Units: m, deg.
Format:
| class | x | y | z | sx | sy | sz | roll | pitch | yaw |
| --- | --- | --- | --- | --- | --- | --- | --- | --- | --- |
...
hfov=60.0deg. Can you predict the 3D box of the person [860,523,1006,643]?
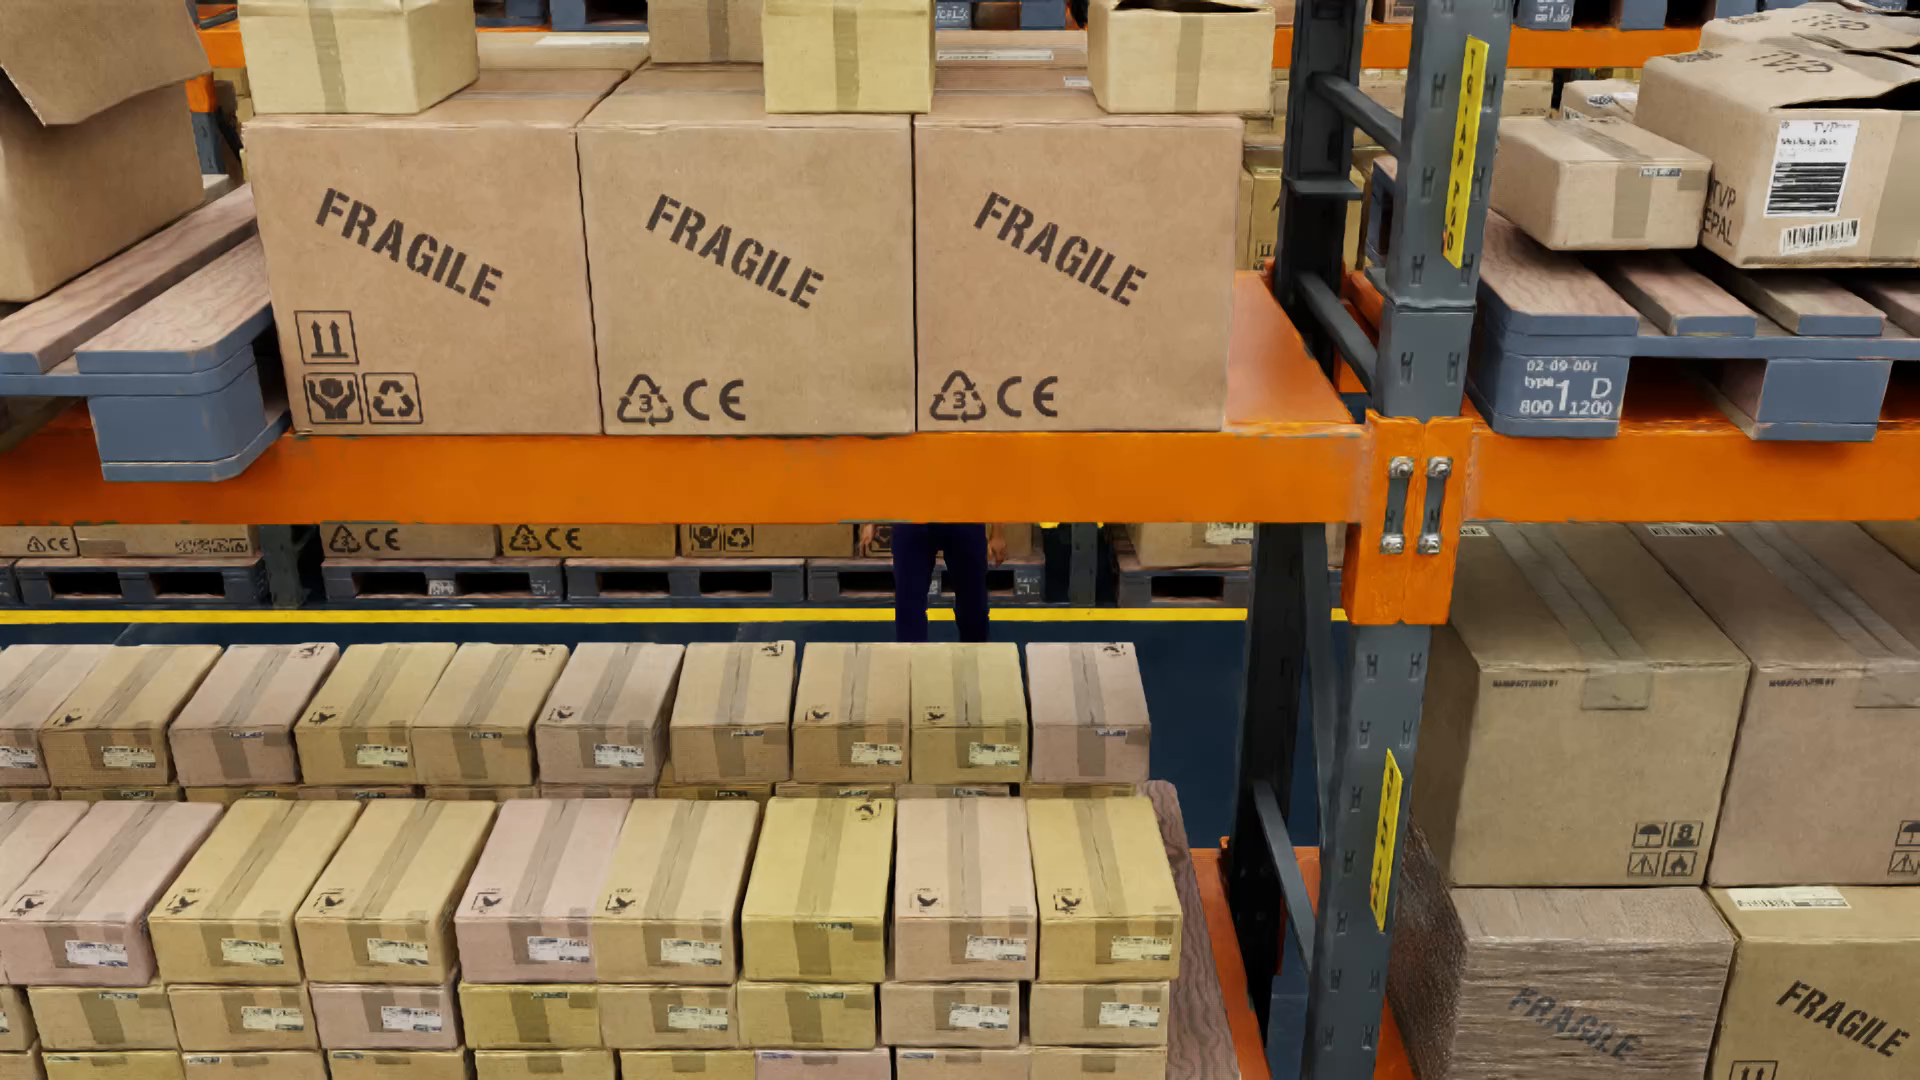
| class | x | y | z | sx | sy | sz | roll | pitch | yaw |
| --- | --- | --- | --- | --- | --- | --- | --- | --- | --- |
| person | -0.097 | -0.022 | 7.149 | 0.671 | 1.624 | 0.569 | 2 | 24 | 4 |
